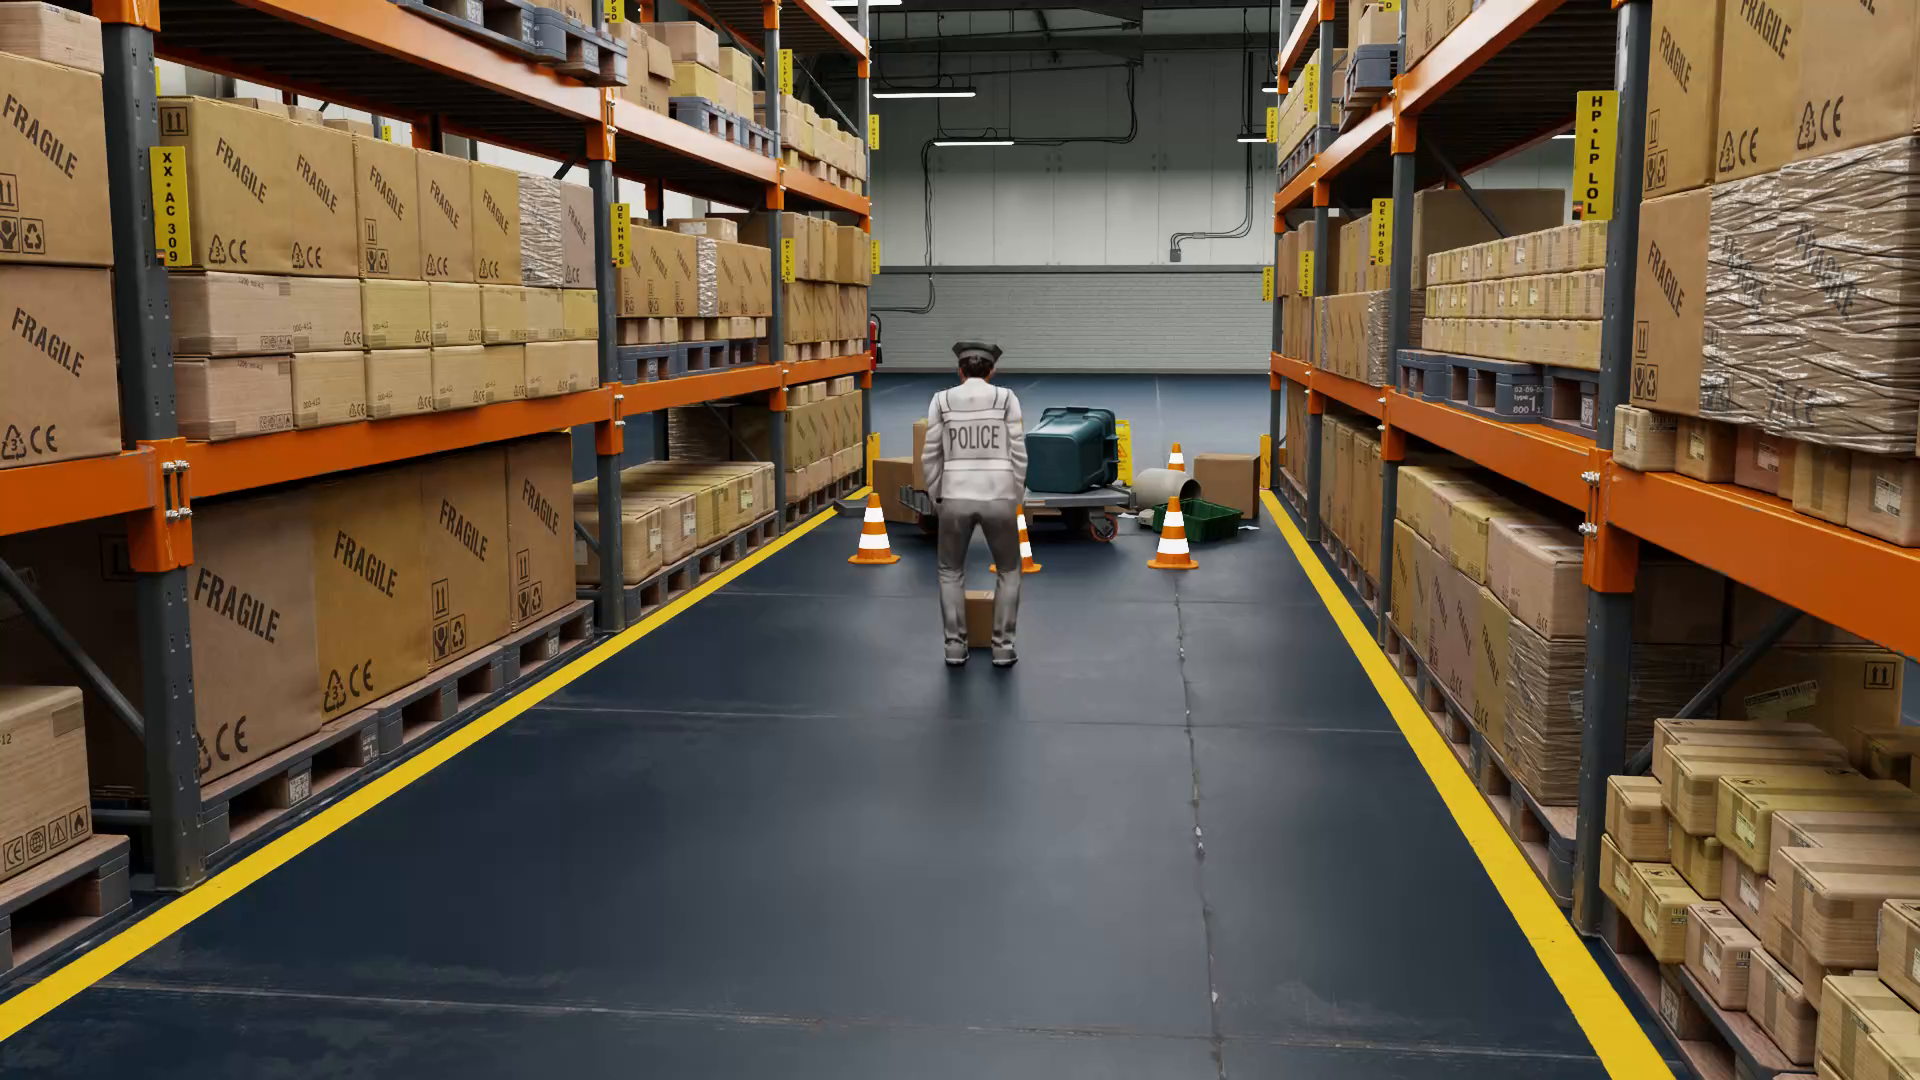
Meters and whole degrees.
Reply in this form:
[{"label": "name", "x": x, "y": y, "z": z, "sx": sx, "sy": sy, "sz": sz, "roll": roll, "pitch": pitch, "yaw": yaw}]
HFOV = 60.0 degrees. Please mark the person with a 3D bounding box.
[{"label": "person", "x": 0.067, "y": -0.176, "z": 8.039, "sx": 0.520, "sy": 1.559, "sz": 0.548, "roll": 1, "pitch": 8, "yaw": 7}]
